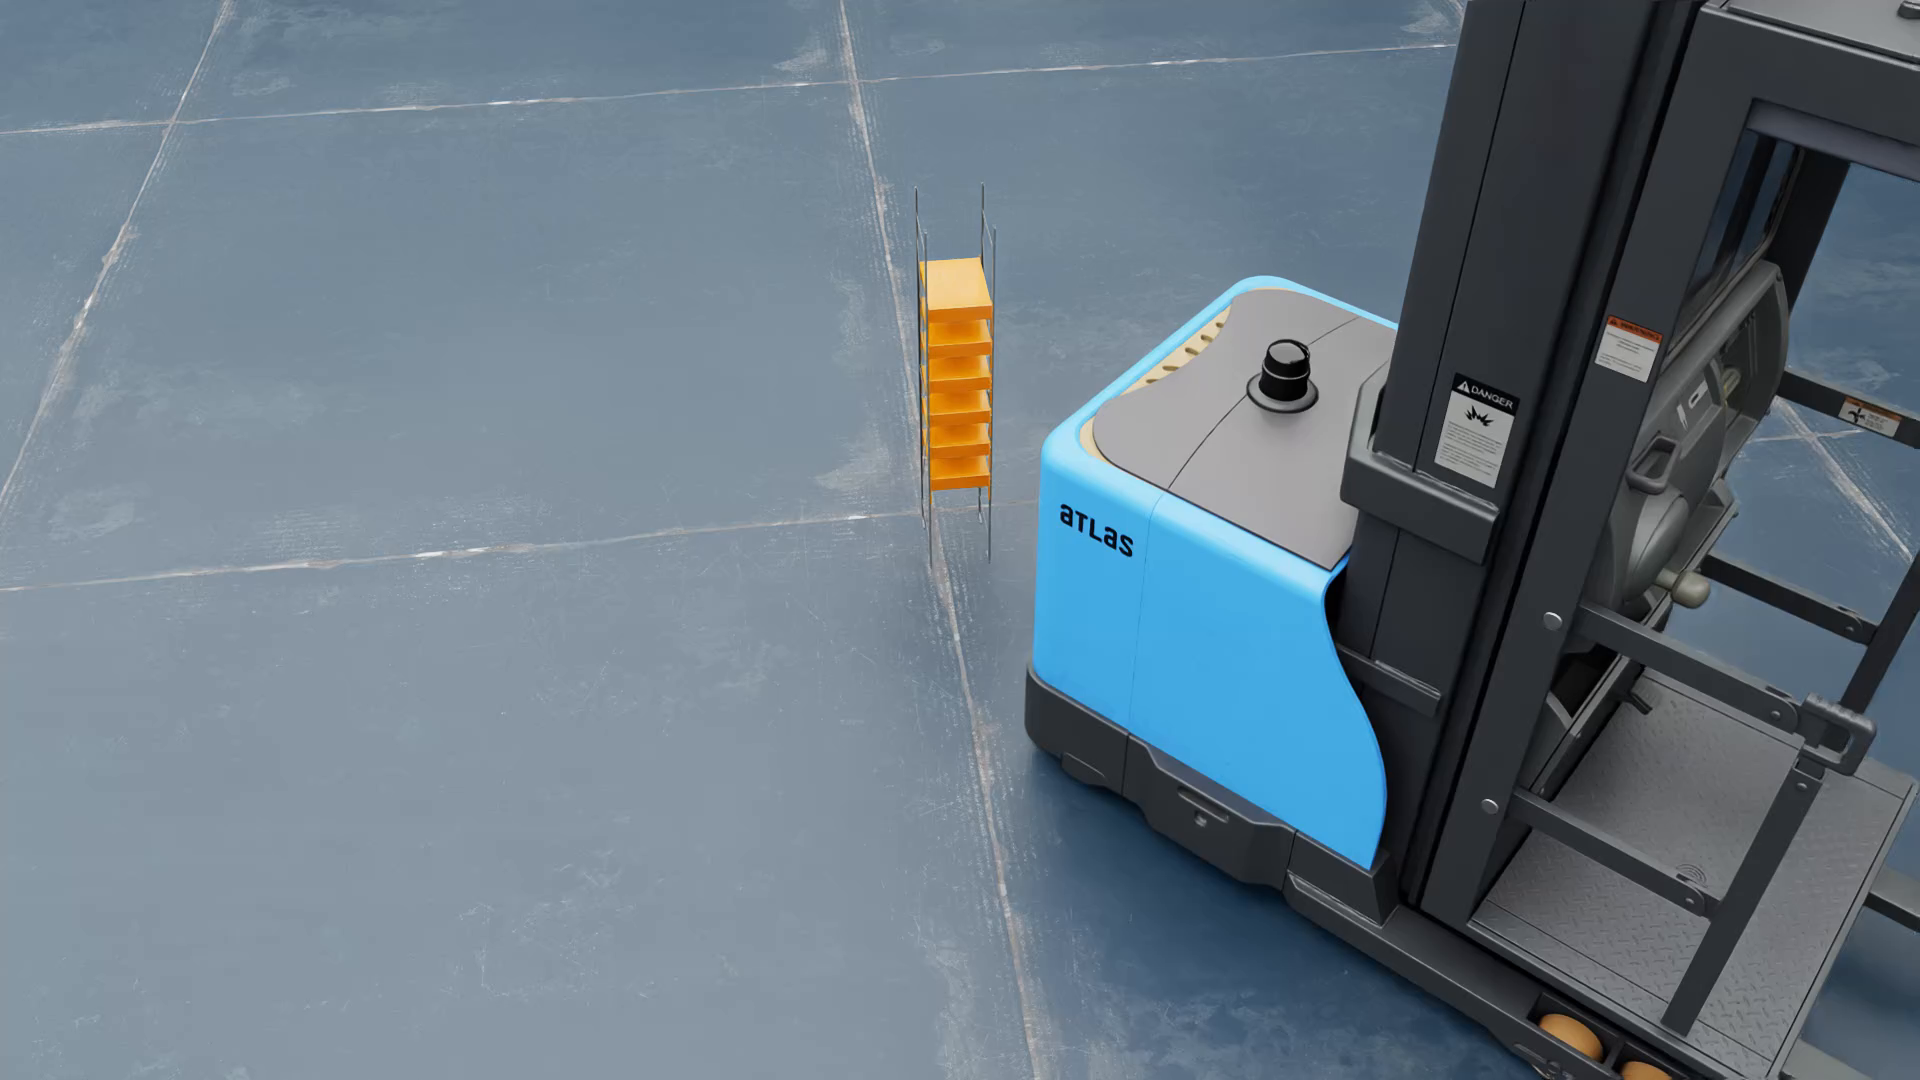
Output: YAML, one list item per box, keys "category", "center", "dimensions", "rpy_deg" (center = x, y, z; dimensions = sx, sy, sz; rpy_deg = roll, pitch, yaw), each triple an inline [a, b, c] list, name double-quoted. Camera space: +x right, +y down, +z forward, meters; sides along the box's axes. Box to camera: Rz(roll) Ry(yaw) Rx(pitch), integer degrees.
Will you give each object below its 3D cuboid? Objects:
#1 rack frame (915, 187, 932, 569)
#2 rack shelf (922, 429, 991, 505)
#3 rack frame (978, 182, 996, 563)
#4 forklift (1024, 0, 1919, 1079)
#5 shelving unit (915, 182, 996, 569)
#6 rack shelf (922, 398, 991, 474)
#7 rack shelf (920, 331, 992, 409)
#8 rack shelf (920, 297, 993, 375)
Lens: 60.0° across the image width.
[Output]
- category: "rack frame"
  center: [-0.105, -0.436, 4.838]
  dimensions: [0.006, 1.200, 0.240]
  rpy_deg: [-5, 42, -6]
- category: "rack shelf"
  center: [-0.014, -0.233, 5.037]
  dimensions: [0.180, 0.103, 0.258]
  rpy_deg: [-5, 42, -6]
- category: "rack frame"
  center: [0.076, -0.452, 4.856]
  dimensions: [0.006, 1.200, 0.240]
  rpy_deg: [-5, 42, -6]
- category: "forklift"
  center: [1.639, -0.118, 3.258]
  dimensions: [3.031, 2.843, 1.129]
  rpy_deg: [29, 49, 28]
- category: "shelving unit"
  center: [-0.014, -0.444, 4.847]
  dimensions: [0.189, 1.200, 0.258]
  rpy_deg: [-5, 42, -6]
- category: "rack shelf"
  center: [-0.014, -0.322, 4.957]
  dimensions: [0.180, 0.103, 0.258]
  rpy_deg: [-5, 42, -6]
- category: "rack shelf"
  center: [-0.014, -0.500, 4.796]
  dimensions: [0.180, 0.103, 0.258]
  rpy_deg: [-5, 42, -6]
- category: "rack shelf"
  center: [-0.014, -0.589, 4.716]
  dimensions: [0.180, 0.103, 0.258]
  rpy_deg: [-5, 42, -6]
